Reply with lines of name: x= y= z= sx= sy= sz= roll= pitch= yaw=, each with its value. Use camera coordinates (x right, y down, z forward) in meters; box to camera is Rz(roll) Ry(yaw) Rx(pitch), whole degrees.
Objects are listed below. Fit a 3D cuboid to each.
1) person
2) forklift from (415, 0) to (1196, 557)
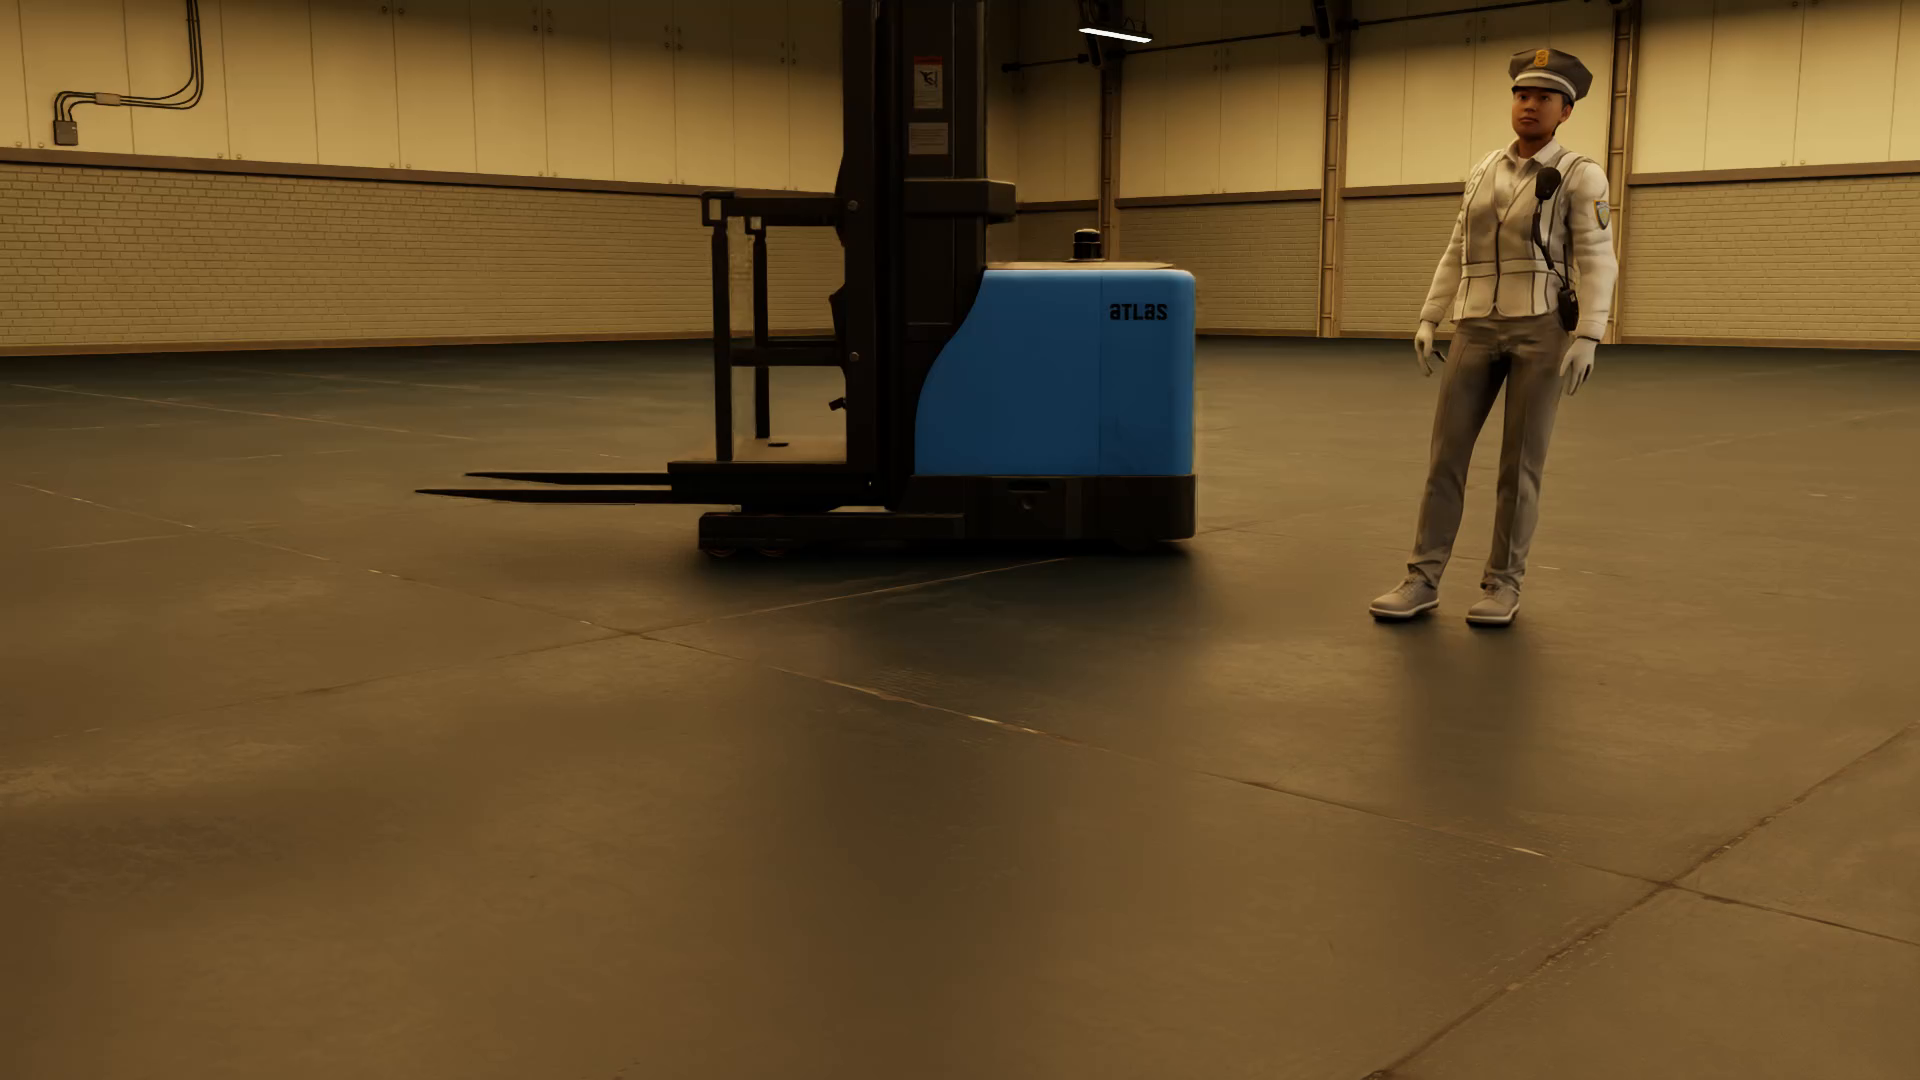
person: x=1.618 y=-0.600 z=4.970 sx=0.583 sy=1.696 sz=0.530 roll=8 pitch=12 yaw=43
forklift: x=-0.608 y=-1.464 z=6.594 sx=3.031 sy=2.935 sz=1.130 roll=0 pitch=9 yaw=2
